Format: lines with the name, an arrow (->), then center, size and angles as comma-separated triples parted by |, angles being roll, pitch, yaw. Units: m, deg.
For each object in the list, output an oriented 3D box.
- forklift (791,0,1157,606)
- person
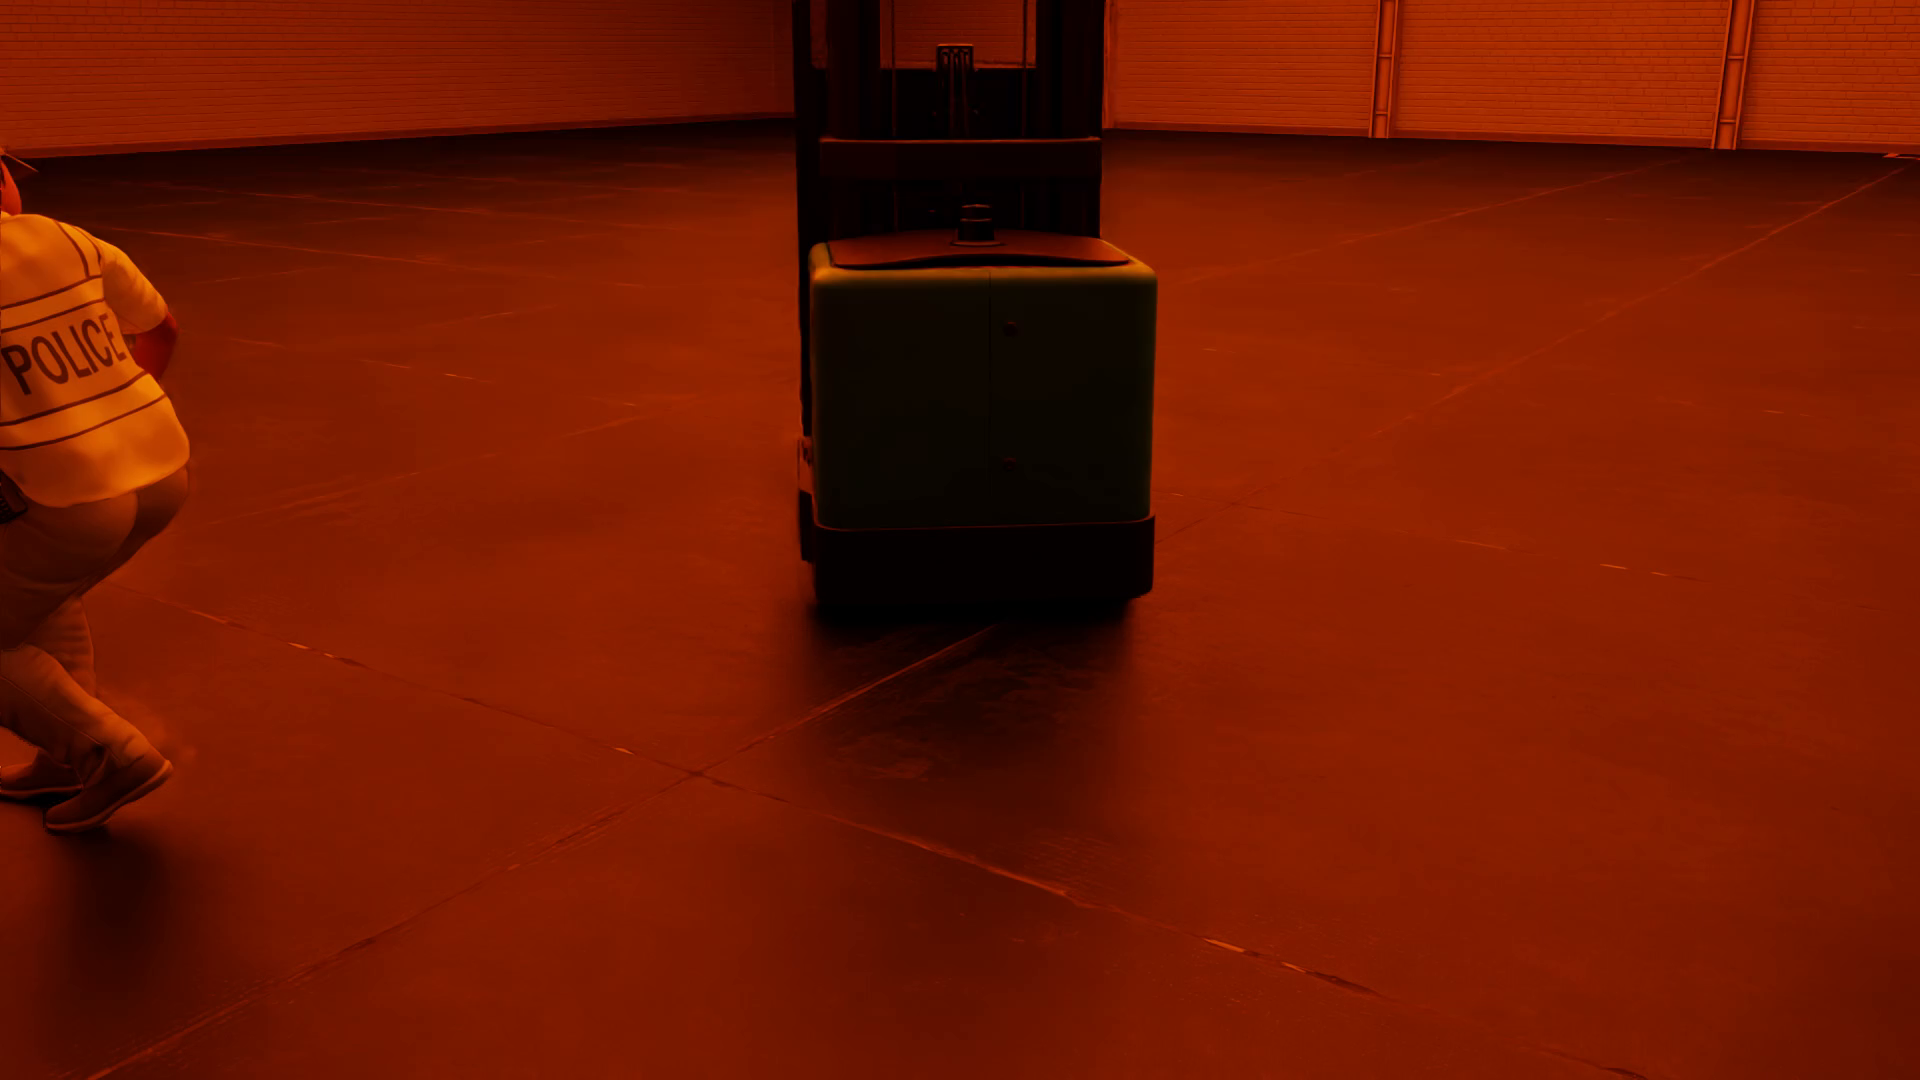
forklift -> -0.067, -1.578, 6.110 | 1.130, 2.935, 3.031 | -2, 17, -6
person -> -2.108, -0.140, 3.705 | 0.744, 1.555, 0.779 | 5, 17, 15
